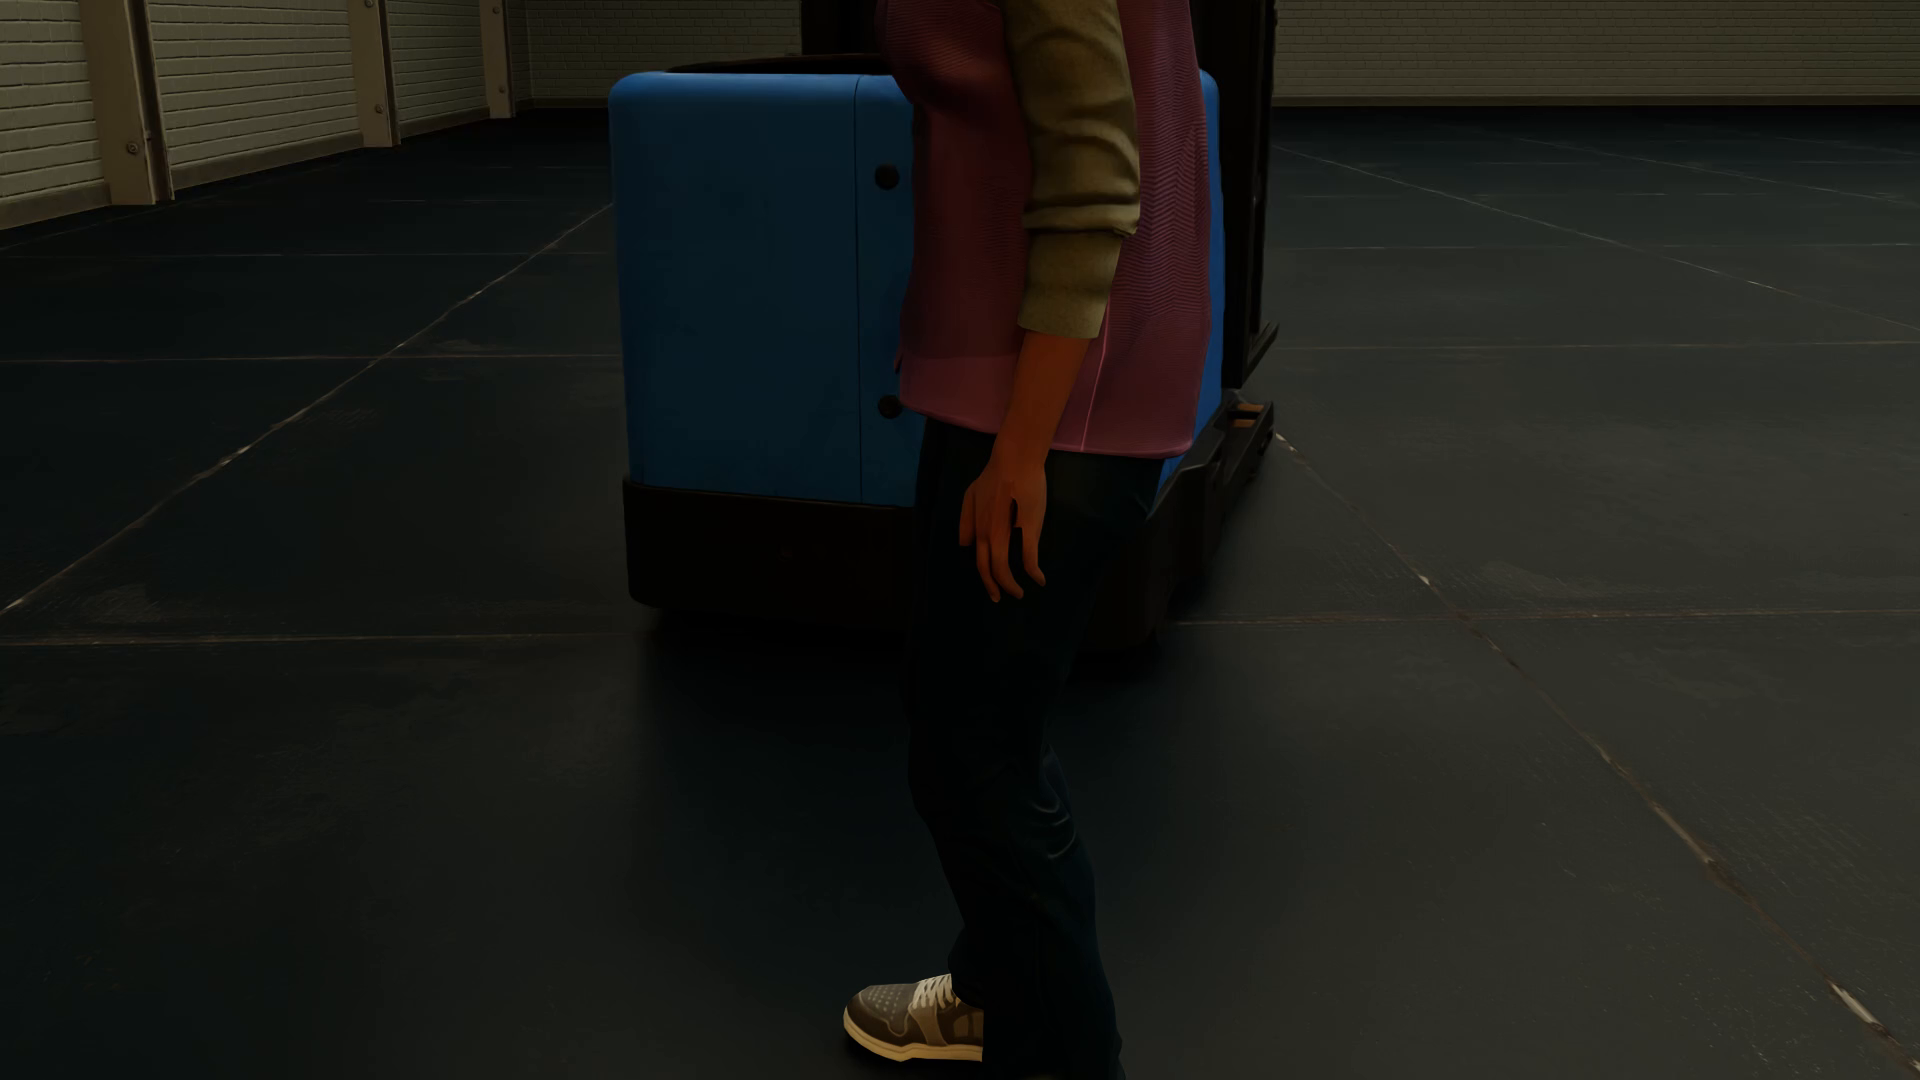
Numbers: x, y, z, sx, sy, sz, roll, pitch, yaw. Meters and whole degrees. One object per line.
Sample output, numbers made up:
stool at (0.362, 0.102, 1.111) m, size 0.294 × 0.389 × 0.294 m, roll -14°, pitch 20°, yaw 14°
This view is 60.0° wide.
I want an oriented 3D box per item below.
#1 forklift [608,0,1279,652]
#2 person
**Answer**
forklift at (0.249, -1.590, 4.106) m, size 1.130 × 2.935 × 3.031 m, roll 5°, pitch 18°, yaw 16°
person at (0.042, -0.112, 1.568) m, size 0.347 × 1.590 × 0.474 m, roll -1°, pitch 17°, yaw -4°
